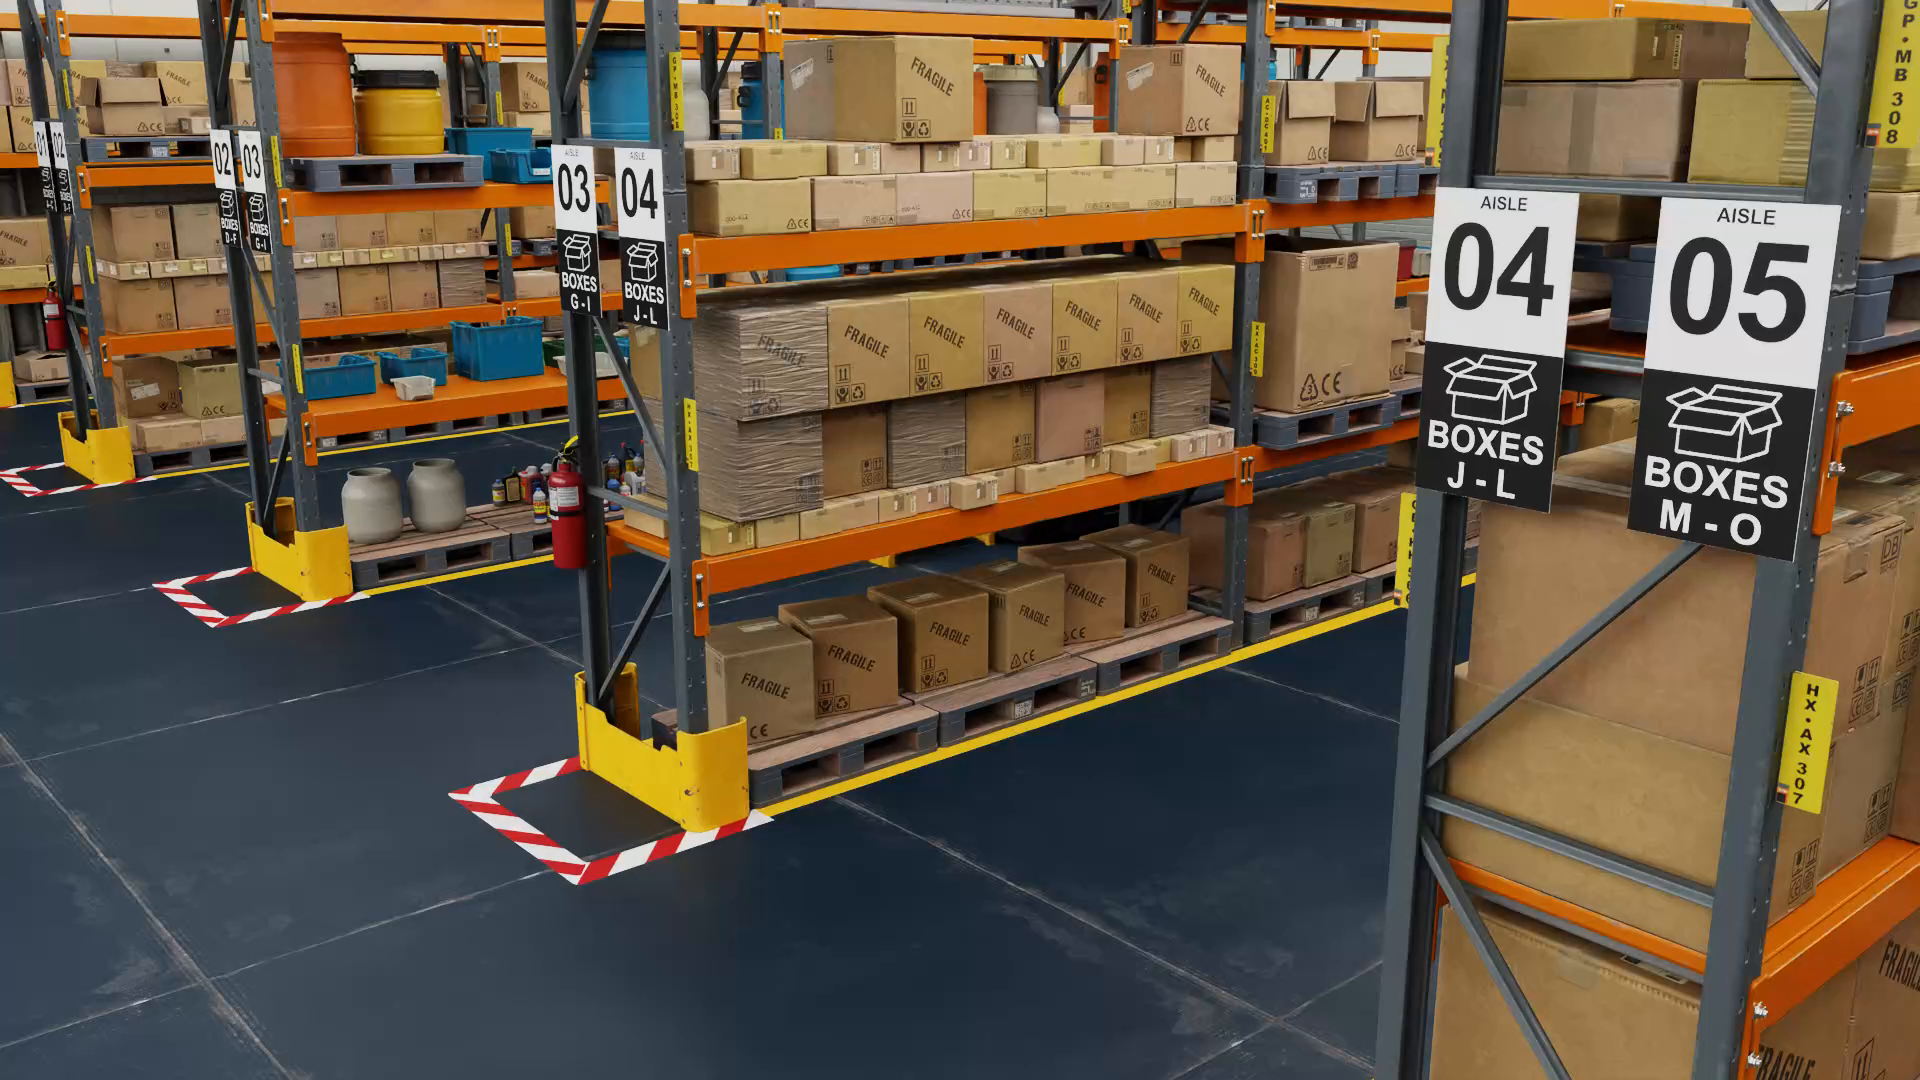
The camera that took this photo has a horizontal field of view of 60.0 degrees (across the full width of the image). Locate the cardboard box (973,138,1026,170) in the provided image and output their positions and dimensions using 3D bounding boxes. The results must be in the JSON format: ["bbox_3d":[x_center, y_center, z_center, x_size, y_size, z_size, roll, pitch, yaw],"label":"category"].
[{"bbox_3d":[0.131,-2.049,8.813,0.250,0.149,0.380,-14,20,-41],"label":"cardboard box"}]

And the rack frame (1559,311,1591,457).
[{"bbox_3d":[4.456,-1.521,13.132,0.127,3.000,1.000,-13,19,-39],"label":"rack frame"}]

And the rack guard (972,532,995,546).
[{"bbox_3d":[0.067,-0.136,13.275,0.087,0.250,0.587,-12,19,-38],"label":"rack guard"}]

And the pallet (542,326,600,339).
[{"bbox_3d":[-5.889,-2.935,23.828,1.213,0.211,1.003,-13,19,-39],"label":"pallet"}]

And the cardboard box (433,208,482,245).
[{"bbox_3d":[-5.392,-3.371,17.352,0.500,0.500,0.700,-13,19,-39],"label":"cardboard box"}]

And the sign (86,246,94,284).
[{"bbox_3d":[-7.719,-2.443,14.751,0.005,0.325,0.100,-13,19,-39],"label":"sign"}]

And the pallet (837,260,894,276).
[{"bbox_3d":[-1.579,-3.486,20.861,1.003,0.211,1.213,-13,19,-39],"label":"pallet"}]

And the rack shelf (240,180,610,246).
[{"bbox_3d":[-3.321,-2.571,12.643,4.000,0.370,1.077,-13,19,-39],"label":"rack shelf"}]

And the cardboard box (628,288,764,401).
[{"bbox_3d":[-1.326,-0.982,8.407,0.500,0.500,0.500,-13,19,-39],"label":"cardboard box"}]

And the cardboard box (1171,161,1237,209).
[{"bbox_3d":[1.266,-2.092,9.748,0.500,0.250,0.500,-12,19,-37],"label":"cardboard box"}]

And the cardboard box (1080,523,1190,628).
[{"bbox_3d":[1.111,0.221,10.639,0.500,0.500,0.500,-13,20,-41],"label":"cardboard box"}]

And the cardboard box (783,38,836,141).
[{"bbox_3d":[-0.576,-2.361,8.723,0.500,0.500,0.500,-13,19,-39],"label":"cardboard box"}]

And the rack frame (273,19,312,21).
[{"bbox_3d":[-8.316,-6.635,20.652,0.127,3.000,1.000,-13,19,-39],"label":"rack frame"}]

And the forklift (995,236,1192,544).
[{"bbox_3d":[1.299,-1.678,13.854,3.031,2.935,1.130,-12,19,-38],"label":"forklift"}]

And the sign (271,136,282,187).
[{"bbox_3d":[-4.472,-2.476,10.877,0.005,0.325,0.100,-13,19,-39],"label":"sign"}]

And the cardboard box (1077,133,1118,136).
[{"bbox_3d":[0.835,-2.359,9.976,0.250,0.149,0.380,-14,20,-42],"label":"cardboard box"}]

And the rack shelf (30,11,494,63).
[{"bbox_3d":[-6.570,-4.792,15.920,4.000,0.370,1.077,-13,19,-39],"label":"rack shelf"}]

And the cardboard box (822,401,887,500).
[{"bbox_3d":[-0.848,-0.554,8.741,0.500,0.500,0.875,-13,19,-39],"label":"cardboard box"}]

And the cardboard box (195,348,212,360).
[{"bbox_3d":[-9.536,-2.305,20.737,0.380,0.149,0.250,14,20,42],"label":"cardboard box"}]

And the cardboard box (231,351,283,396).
[{"bbox_3d":[-6.784,-1.552,16.308,0.500,0.500,0.500,-13,19,-39],"label":"cardboard box"}]

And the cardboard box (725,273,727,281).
[{"bbox_3d":[-2.846,-3.294,19.940,0.500,0.311,0.500,-13,20,-40],"label":"cardboard box"}]

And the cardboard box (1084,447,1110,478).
[{"bbox_3d":[0.656,-0.477,9.709,0.250,0.149,0.380,-13,19,-39],"label":"cardboard box"}]

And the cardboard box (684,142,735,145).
[{"bbox_3d":[-1.301,-1.864,8.123,0.250,0.149,0.380,-13,20,-41],"label":"cardboard box"}]

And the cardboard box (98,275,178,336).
[{"bbox_3d":[-7.718,-2.220,15.555,0.500,0.500,0.700,-13,19,-39],"label":"cardboard box"}]

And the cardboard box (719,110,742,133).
[{"bbox_3d":[-2.733,-4.850,19.258,0.500,0.250,0.500,-12,19,-38],"label":"cardboard box"}]

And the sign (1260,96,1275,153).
[{"bbox_3d":[1.801,-2.438,9.751,0.005,0.325,0.100,-13,19,-39],"label":"sign"}]

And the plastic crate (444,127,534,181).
[{"bbox_3d":[-3.589,-2.953,12.712,0.575,0.384,0.392,-13,19,-39],"label":"plastic crate"}]

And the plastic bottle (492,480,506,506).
[{"bbox_3d":[-3.733,-0.387,13.457,0.097,0.201,0.097,0,15,0],"label":"plastic bottle"}]

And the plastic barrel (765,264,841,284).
[{"bbox_3d":[-1.322,-2.056,14.165,0.708,0.901,0.600,-13,19,-39],"label":"plastic barrel"}]

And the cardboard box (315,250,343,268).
[{"bbox_3d":[-6.283,-2.786,16.418,0.250,0.149,0.380,-12,19,-38],"label":"cardboard box"}]

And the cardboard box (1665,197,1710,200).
[{"bbox_3d":[1.820,-0.927,4.575,0.250,0.149,0.380,-12,19,-39],"label":"cardboard box"}]

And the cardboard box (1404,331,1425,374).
[{"bbox_3d":[3.375,-1.324,11.841,0.258,0.266,0.396,-13,20,-41],"label":"cardboard box"}]

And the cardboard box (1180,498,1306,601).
[{"bbox_3d":[1.916,0.052,11.235,0.700,0.500,0.500,14,21,43],"label":"cardboard box"}]

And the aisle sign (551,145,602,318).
[{"bbox_3d":[-1.823,-1.470,7.903,0.004,0.787,0.394,-13,19,-39],"label":"aisle sign"}]

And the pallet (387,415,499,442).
[{"bbox_3d":[-5.689,-1.299,17.704,1.213,0.211,1.003,-13,19,-39],"label":"pallet"}]

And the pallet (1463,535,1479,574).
[{"bbox_3d":[3.866,-0.042,12.998,1.213,0.211,1.003,-13,19,-39],"label":"pallet"}]

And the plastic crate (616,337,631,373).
[{"bbox_3d":[-2.469,-1.496,13.325,0.616,0.251,0.499,-13,19,-39],"label":"plastic crate"}]

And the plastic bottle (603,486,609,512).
[{"bbox_3d":[-2.849,-0.329,13.239,0.097,0.201,0.097,0,15,0],"label":"plastic bottle"}]

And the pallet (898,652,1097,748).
[{"bbox_3d":[0.034,0.832,9.726,1.213,0.211,1.003,-13,19,-39],"label":"pallet"}]

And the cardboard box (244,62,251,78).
[{"bbox_3d":[-8.516,-5.589,20.379,0.500,0.500,0.500,14,20,42],"label":"cardboard box"}]

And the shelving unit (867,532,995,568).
[{"bbox_3d":[-0.316,-0.658,12.805,1.083,1.500,0.587,-12,19,-38],"label":"shelving unit"}]

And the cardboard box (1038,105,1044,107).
[{"bbox_3d":[1.162,-5.881,22.966,0.500,0.250,0.500,-13,19,-39],"label":"cardboard box"}]

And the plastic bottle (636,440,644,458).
[{"bbox_3d":[-2.694,-0.685,14.281,0.185,0.351,0.144,-12,19,-38],"label":"plastic bottle"}]

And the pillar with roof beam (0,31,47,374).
[{"bbox_3d":[-8.547,-5.406,16.052,0.400,9.000,9.100,-13,19,-39],"label":"pillar with roof beam"}]

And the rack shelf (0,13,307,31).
[{"bbox_3d":[-9.825,-5.947,19.477,4.000,0.370,1.077,-13,19,-39],"label":"rack shelf"}]

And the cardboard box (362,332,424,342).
[{"bbox_3d":[-5.989,-1.906,17.633,0.500,0.500,0.500,-13,19,-39],"label":"cardboard box"}]

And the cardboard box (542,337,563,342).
[{"bbox_3d":[-4.556,-2.132,18.847,0.500,0.311,0.500,-12,19,-38],"label":"cardboard box"}]

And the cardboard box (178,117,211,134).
[{"bbox_3d":[-7.076,-3.858,15.472,0.250,0.149,0.380,-13,19,-39],"label":"cardboard box"}]

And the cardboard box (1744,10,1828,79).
[{"bbox_3d":[2.061,-1.142,3.835,0.250,0.149,0.380,-12,19,-39],"label":"cardboard box"}]

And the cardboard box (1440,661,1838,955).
[{"bbox_3d":[1.851,0.673,4.629,0.550,0.550,0.875,-13,19,-39],"label":"cardboard box"}]

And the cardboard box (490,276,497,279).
[{"bbox_3d":[-6.279,-3.565,23.321,0.500,0.250,0.500,-12,19,-38],"label":"cardboard box"}]

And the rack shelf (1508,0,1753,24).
[{"bbox_3d":[5.965,-4.218,13.771,4.000,0.370,1.077,-13,19,-39],"label":"rack shelf"}]

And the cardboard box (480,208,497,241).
[{"bbox_3d":[-6.572,-4.378,22.781,0.500,0.500,0.700,-13,19,-39],"label":"cardboard box"}]

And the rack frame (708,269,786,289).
[{"bbox_3d":[-1.813,-1.808,14.205,0.127,3.000,1.000,-13,19,-39],"label":"rack frame"}]

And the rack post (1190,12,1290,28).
[{"bbox_3d":[2.779,-5.452,17.193,0.954,0.300,0.937,-10,18,-33],"label":"rack post"}]

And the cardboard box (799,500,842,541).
[{"bbox_3d":[-0.808,-0.124,8.390,0.250,0.149,0.380,-13,19,-39],"label":"cardboard box"}]
